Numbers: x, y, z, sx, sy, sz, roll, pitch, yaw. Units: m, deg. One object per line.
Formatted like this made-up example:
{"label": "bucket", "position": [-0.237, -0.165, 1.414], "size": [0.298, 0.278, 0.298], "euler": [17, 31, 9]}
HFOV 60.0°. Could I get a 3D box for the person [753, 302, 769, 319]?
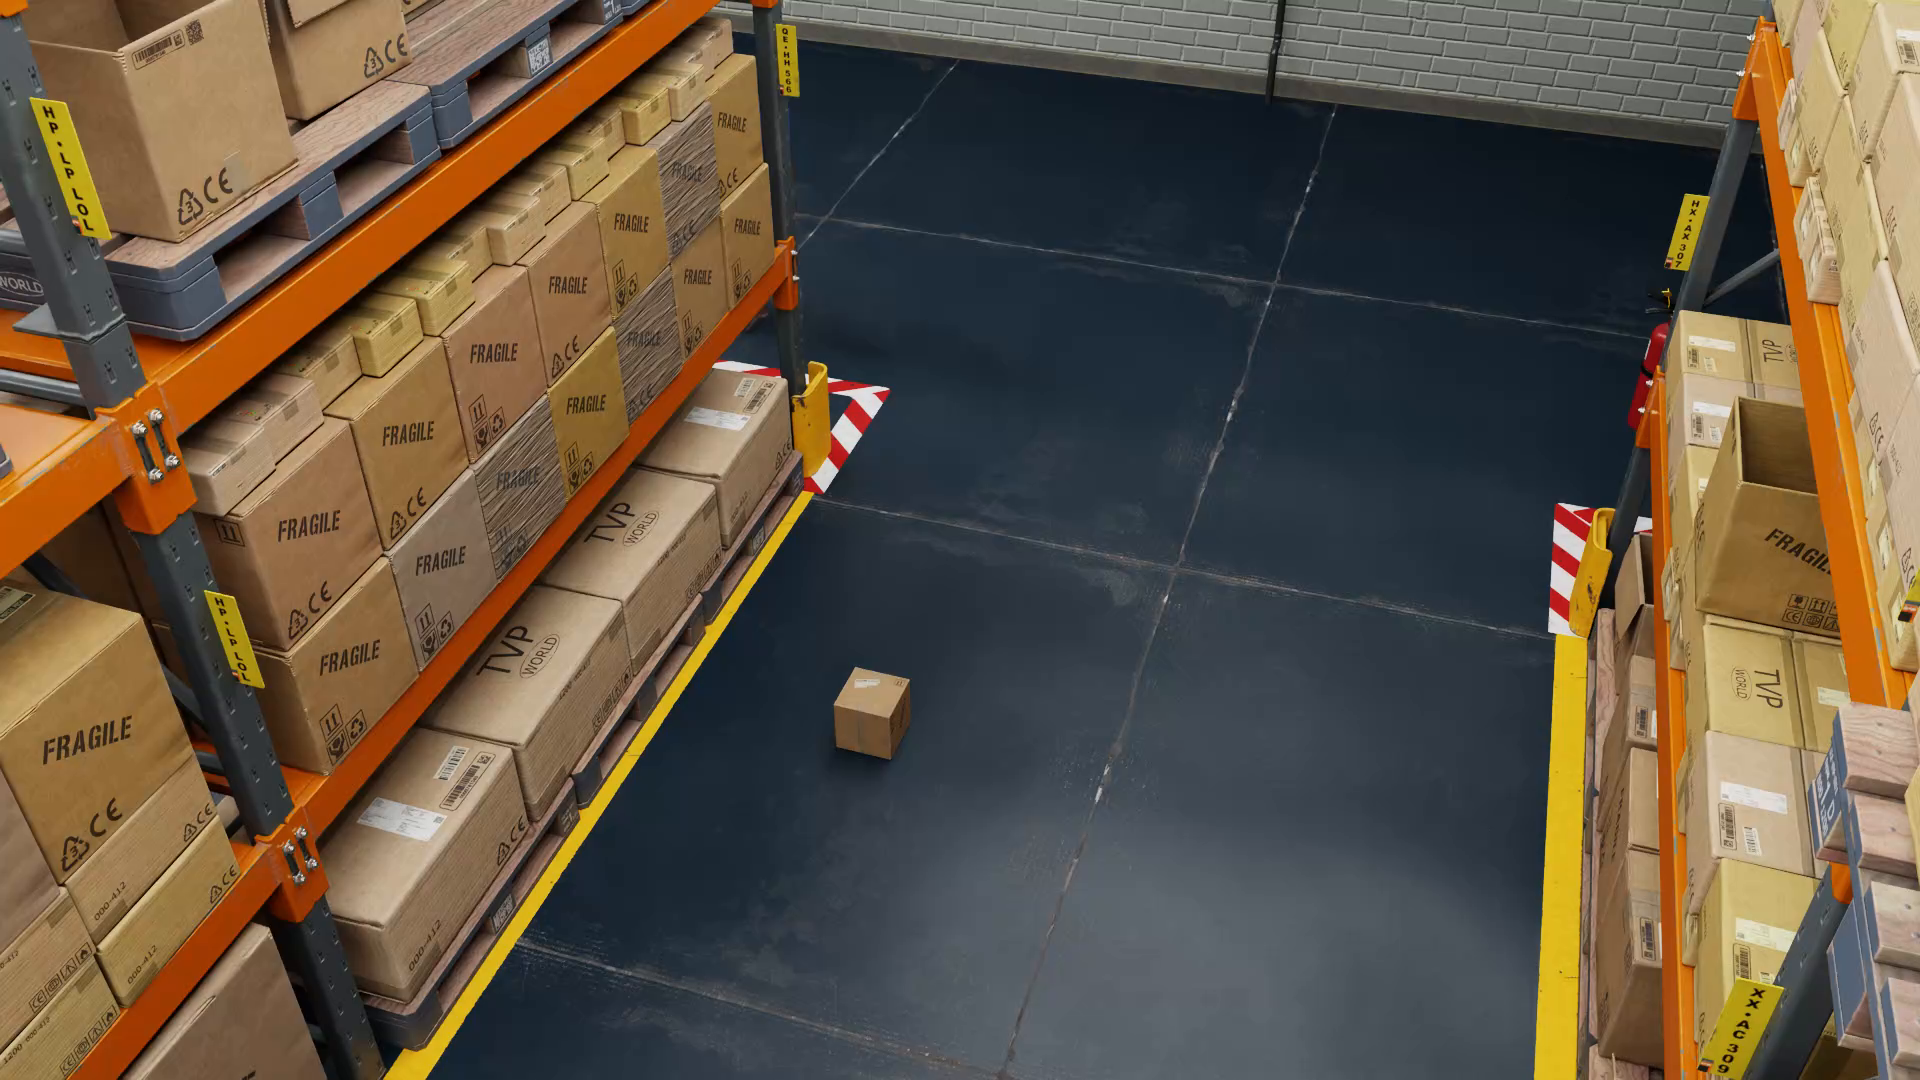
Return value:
{"label": "person", "position": [-1.368, -1.960, 9.460], "size": [0.424, 1.677, 0.452], "euler": [8, 38, 11]}
